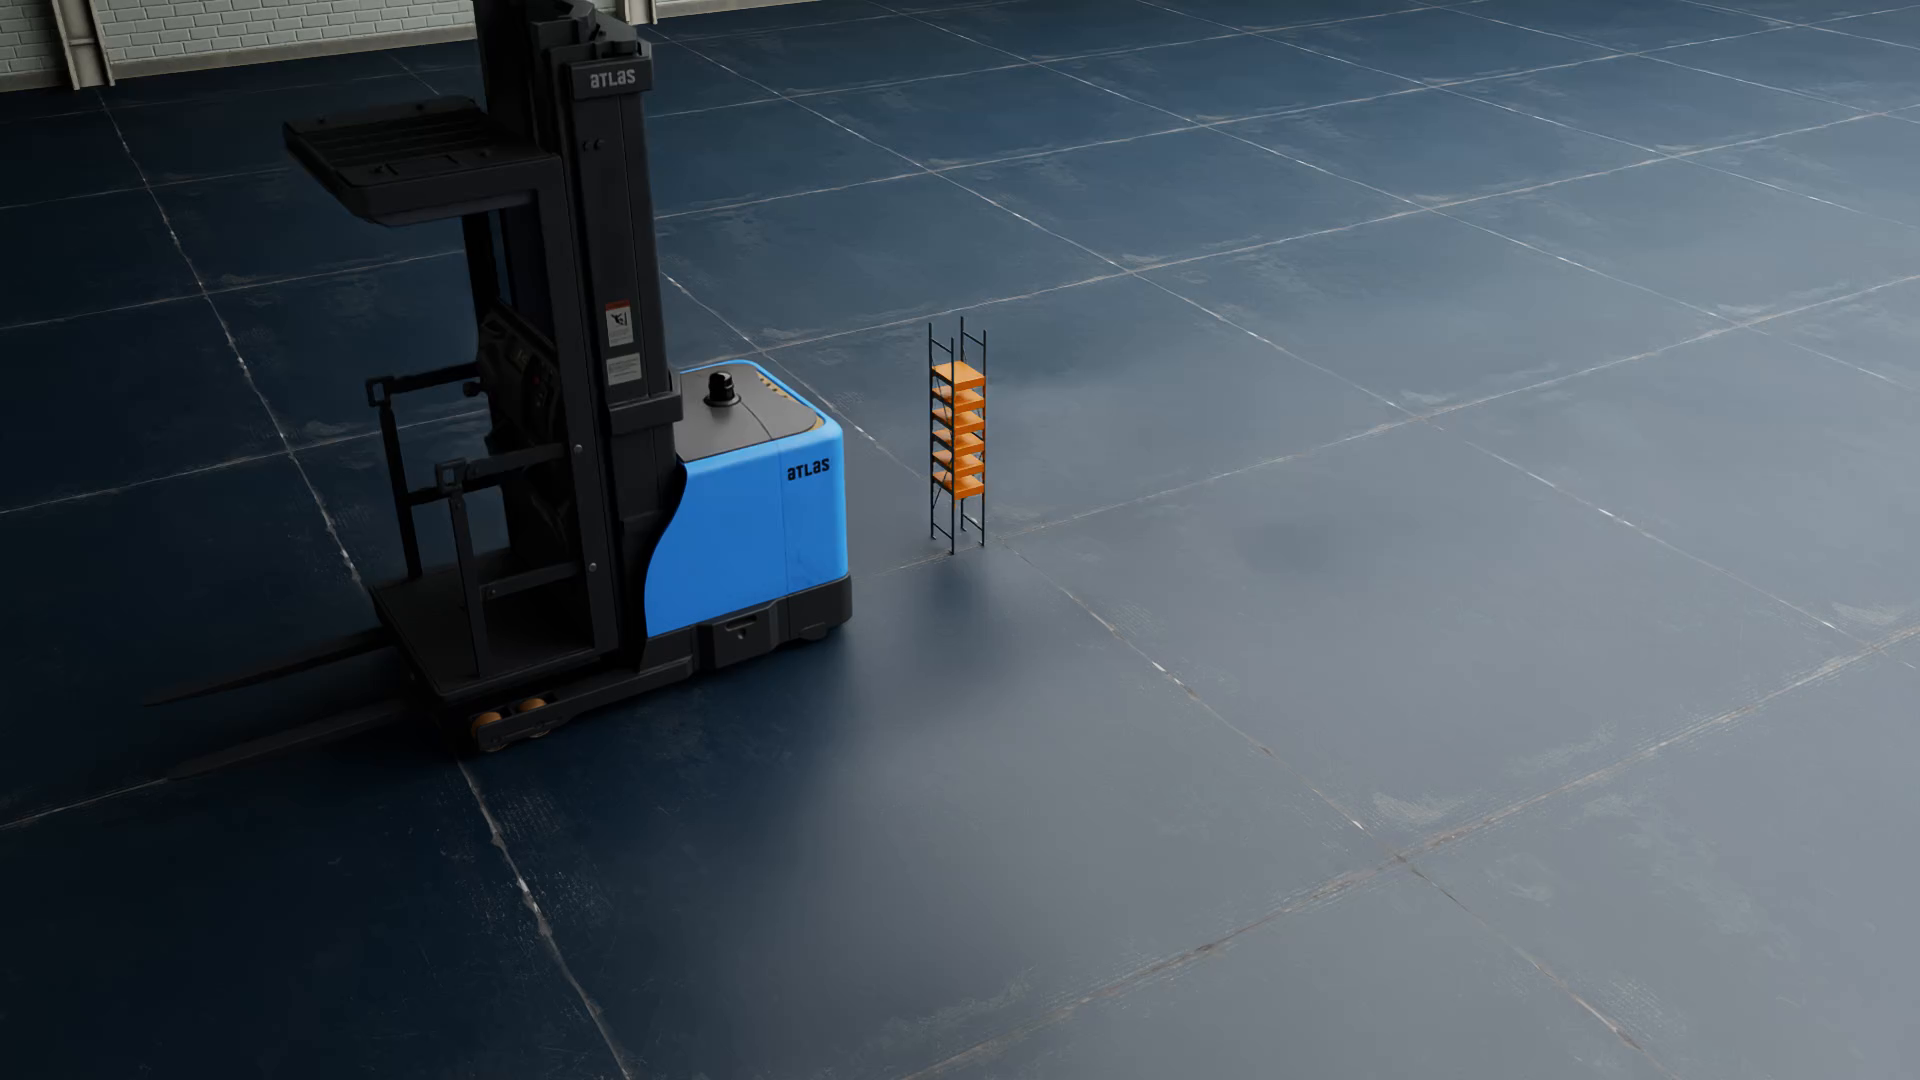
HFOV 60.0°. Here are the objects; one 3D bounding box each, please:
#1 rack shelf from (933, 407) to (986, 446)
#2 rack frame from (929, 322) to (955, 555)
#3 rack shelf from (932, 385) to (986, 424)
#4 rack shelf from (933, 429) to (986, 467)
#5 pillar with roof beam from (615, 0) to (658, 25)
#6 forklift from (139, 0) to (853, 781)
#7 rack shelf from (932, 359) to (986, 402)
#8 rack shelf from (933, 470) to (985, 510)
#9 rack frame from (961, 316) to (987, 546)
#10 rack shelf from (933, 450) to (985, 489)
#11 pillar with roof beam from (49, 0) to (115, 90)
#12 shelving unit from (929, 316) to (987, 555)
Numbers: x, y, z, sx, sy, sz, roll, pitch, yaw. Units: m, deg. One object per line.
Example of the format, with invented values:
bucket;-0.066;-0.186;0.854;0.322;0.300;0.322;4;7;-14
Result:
rack shelf;-0.012;-0.588;8.417;0.180;0.103;0.258;-16;33;-26
rack frame;-0.091;-0.499;8.413;0.006;1.200;0.240;-16;33;-26
rack shelf;-0.012;-0.693;8.359;0.180;0.103;0.258;-16;33;-26
rack shelf;-0.012;-0.483;8.475;0.180;0.103;0.258;-16;33;-26
pillar with roof beam;-1.706;-8.376;14.614;0.400;9.000;9.100;-16;33;-26
forklift;-2.033;-0.669;6.929;3.031;2.935;1.130;-17;33;-28
rack shelf;-0.012;-0.798;8.301;0.180;0.103;0.258;-16;33;-26
rack shelf;-0.012;-0.273;8.591;0.180;0.103;0.258;-16;33;-26
rack frame;0.066;-0.544;8.494;0.006;1.200;0.240;-16;33;-26
rack shelf;-0.012;-0.378;8.533;0.180;0.103;0.258;-16;33;-26
pillar with roof beam;-6.879;-6.907;11.952;0.400;9.000;9.100;-16;33;-26
shelving unit;-0.012;-0.522;8.454;0.189;1.200;0.258;-16;33;-26
